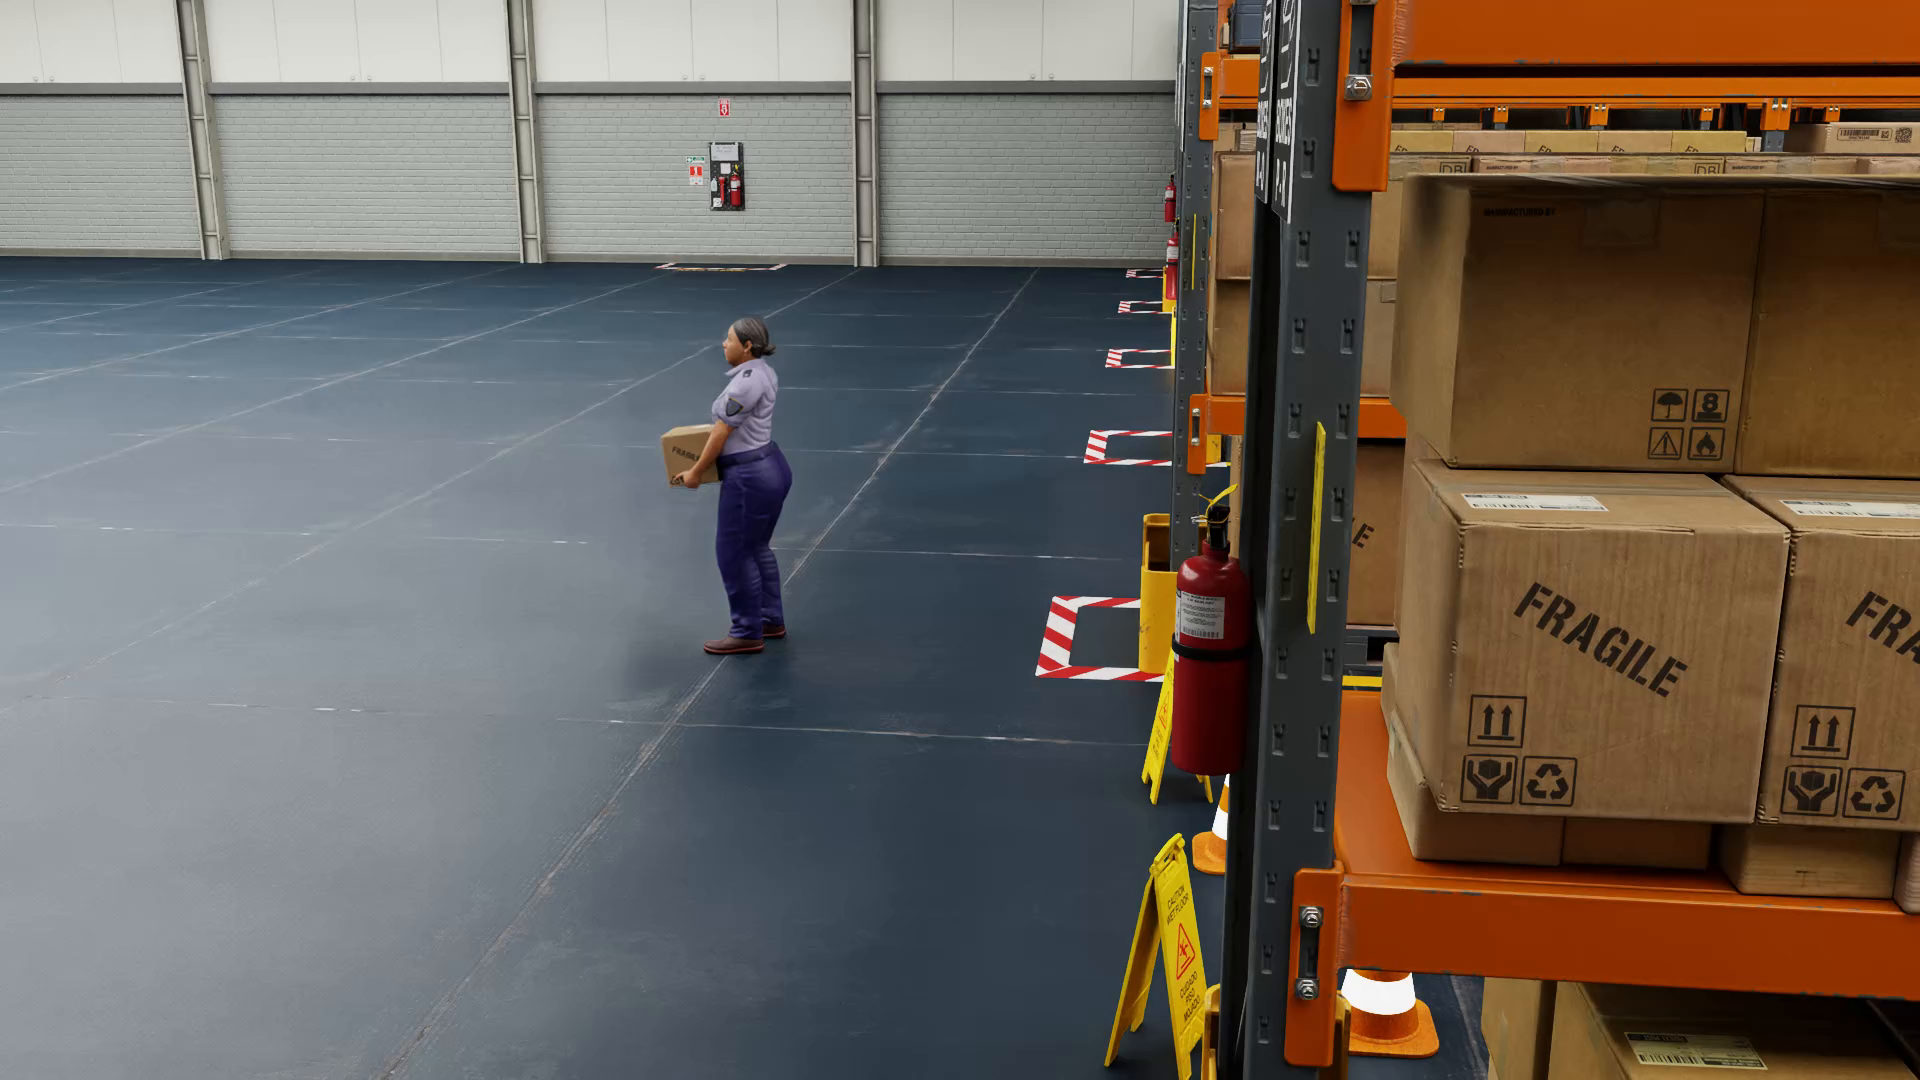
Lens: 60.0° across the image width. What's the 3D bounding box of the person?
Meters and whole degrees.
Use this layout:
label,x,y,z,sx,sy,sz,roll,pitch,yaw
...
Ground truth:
label,x,y,z,sx,sy,sz,roll,pitch,yaw
person,-1.101,-0.269,8.104,0.528,1.647,0.435,1,14,6
